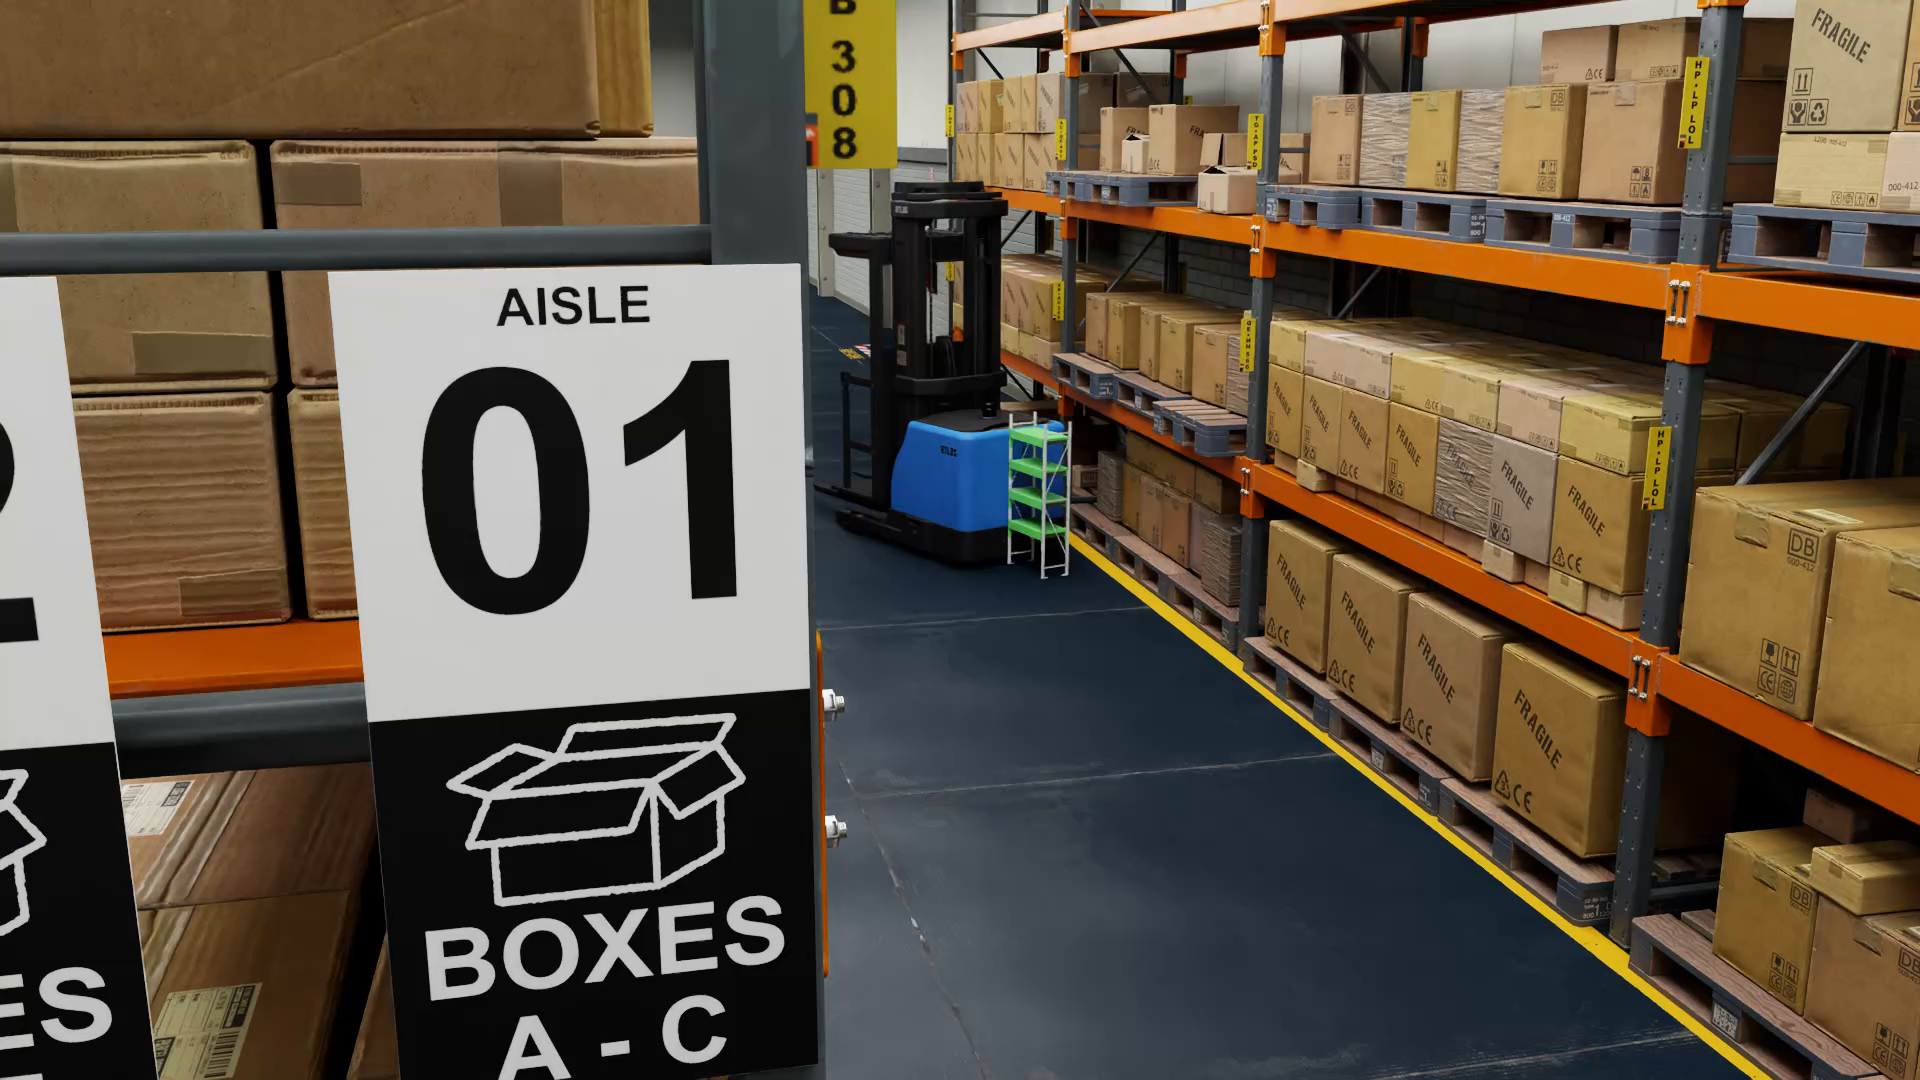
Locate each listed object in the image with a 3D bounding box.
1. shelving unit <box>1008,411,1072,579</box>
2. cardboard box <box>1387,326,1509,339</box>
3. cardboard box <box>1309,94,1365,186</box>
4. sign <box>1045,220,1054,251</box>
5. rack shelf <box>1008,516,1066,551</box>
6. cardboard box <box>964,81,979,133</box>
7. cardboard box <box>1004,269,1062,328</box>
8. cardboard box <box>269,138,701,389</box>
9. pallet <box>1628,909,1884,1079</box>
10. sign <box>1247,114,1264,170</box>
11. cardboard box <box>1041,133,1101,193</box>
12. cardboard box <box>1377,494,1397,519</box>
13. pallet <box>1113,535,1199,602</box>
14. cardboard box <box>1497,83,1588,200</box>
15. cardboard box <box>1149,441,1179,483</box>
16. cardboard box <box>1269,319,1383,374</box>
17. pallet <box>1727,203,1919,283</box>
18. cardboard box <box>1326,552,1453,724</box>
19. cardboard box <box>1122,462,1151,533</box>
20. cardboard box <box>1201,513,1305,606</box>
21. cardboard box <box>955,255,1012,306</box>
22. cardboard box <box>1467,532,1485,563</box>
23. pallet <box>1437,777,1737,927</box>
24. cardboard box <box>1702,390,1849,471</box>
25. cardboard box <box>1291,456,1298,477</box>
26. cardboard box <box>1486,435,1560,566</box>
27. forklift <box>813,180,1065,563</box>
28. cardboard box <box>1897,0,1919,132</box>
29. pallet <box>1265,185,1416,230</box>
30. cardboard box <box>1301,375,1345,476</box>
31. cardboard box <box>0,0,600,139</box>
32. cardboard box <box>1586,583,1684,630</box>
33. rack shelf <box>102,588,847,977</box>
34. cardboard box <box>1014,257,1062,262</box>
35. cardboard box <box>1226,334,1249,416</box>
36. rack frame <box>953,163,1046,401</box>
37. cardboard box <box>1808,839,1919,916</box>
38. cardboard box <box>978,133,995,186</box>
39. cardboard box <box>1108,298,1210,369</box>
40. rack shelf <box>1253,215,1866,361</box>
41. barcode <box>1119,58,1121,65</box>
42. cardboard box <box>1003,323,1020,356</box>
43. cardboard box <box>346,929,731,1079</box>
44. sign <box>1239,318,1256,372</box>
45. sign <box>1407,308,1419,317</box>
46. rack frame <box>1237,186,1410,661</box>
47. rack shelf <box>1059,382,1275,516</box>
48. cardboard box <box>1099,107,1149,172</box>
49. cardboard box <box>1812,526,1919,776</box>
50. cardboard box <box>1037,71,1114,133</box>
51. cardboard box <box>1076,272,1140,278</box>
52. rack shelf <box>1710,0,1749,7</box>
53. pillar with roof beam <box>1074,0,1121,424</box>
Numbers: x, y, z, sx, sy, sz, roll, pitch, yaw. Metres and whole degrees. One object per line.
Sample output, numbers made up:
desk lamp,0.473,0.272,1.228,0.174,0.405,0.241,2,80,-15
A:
shelving unit,0.608,-0.351,12.824,0.258,1.200,0.503,-8,16,-29
cardboard box,2.778,-1.067,9.514,0.500,0.250,0.500,-4,14,-15
cardboard box,2.469,-2.322,9.655,0.700,0.500,0.500,-4,14,-18
sign,0.967,-3.297,17.998,0.100,0.325,0.005,-3,14,-13
rack shelf,0.606,-0.056,12.899,0.258,0.148,0.480,-8,16,-29
cardboard box,0.345,-4.335,16.672,0.500,0.500,0.500,-3,14,-14
cardboard box,0.720,-2.257,15.538,0.500,0.500,0.500,-4,14,-15
cardboard box,-0.502,-0.347,1.970,0.500,0.250,0.500,-3,14,-13
pallet,3.343,1.748,6.329,1.003,0.211,1.213,-3,14,-13
sign,1.773,-2.388,9.972,0.100,0.325,0.005,-3,14,-13
cardboard box,1.002,-3.251,14.341,0.500,0.500,0.500,-3,14,-12
cardboard box,2.483,-0.213,8.966,0.380,0.149,0.250,-3,14,-12
pallet,1.836,0.184,12.730,1.003,0.211,1.213,-3,14,-13
cardboard box,2.947,-1.840,7.681,0.700,0.500,0.500,-4,14,-14
cardboard box,1.783,-0.606,12.847,0.500,0.250,0.500,-4,14,-15
cardboard box,2.164,-1.151,9.858,0.500,0.250,0.500,-3,14,-12
pallet,3.423,-1.012,5.614,1.003,0.211,1.213,-3,14,-13
cardboard box,2.546,0.510,9.163,0.750,0.750,0.750,-3,14,-13
cardboard box,1.721,-0.346,13.365,0.700,0.500,0.500,-4,14,-14
cardboard box,2.081,0.128,11.424,0.700,0.500,0.500,-3,14,-12
cardboard box,0.242,-2.729,17.472,0.500,0.500,0.500,-3,14,-13
cardboard box,2.675,0.026,7.986,0.380,0.149,0.250,-3,14,-13
pallet,2.986,1.394,7.776,1.003,0.211,1.213,-3,14,-13
cardboard box,3.386,-0.475,7.089,0.500,0.250,0.500,-3,14,-11
cardboard box,2.204,-0.450,9.935,0.380,0.149,0.250,-3,14,-12
cardboard box,2.758,-0.199,7.542,0.500,0.500,0.500,-3,14,-13
forklift,-0.408,-1.539,14.051,1.130,2.935,3.031,-9,17,-34
cardboard box,3.262,-1.490,5.024,0.500,0.500,0.500,-4,14,-14
pallet,2.504,-1.929,9.582,1.213,0.211,1.003,-3,14,-11
cardboard box,2.280,-0.665,9.448,0.500,0.500,0.500,-3,14,-11
cardboard box,-0.771,-0.696,1.818,0.700,0.500,0.500,-3,14,-13
cardboard box,2.886,0.263,7.016,0.380,0.149,0.250,-3,14,-13
rack shelf,-1.104,-0.156,3.441,1.077,0.370,4.000,-3,14,-13
cardboard box,0.848,-2.643,17.117,0.500,0.500,0.500,-3,14,-12
cardboard box,2.181,-1.080,10.889,0.700,0.500,0.500,-5,15,-20
rack frame,0.422,-2.555,18.065,1.000,3.000,0.127,-3,14,-13
cardboard box,3.220,1.176,5.809,0.380,0.149,0.250,-3,14,-11
cardboard box,0.475,-3.734,16.318,0.500,0.500,0.500,-3,14,-11
cardboard box,1.572,-1.646,13.206,0.700,0.500,0.500,-2,14,-7
rack shelf,2.771,-1.356,8.352,1.077,0.370,4.000,-3,14,-13
barcode,1.453,-4.357,15.117,0.001,0.075,0.075,-3,14,-13
cardboard box,0.714,-1.892,15.625,0.500,0.250,0.500,-3,14,-13
cardboard box,-0.482,0.762,2.172,0.500,0.500,0.500,-3,14,-11
sign,1.776,-1.201,10.250,0.100,0.325,0.005,-3,14,-13
sign,2.840,-1.304,10.503,0.100,0.325,0.005,-3,14,-13
rack frame,2.301,-0.710,10.511,1.000,3.000,0.127,-3,14,-13
rack shelf,1.832,-0.821,12.485,1.077,0.370,4.000,-3,14,-13
cardboard box,1.412,-3.211,13.336,0.500,0.500,0.500,-1,14,-5
cardboard box,3.518,0.362,5.492,0.980,0.700,0.700,-4,14,-15
cardboard box,0.981,-3.734,14.210,0.500,0.500,0.500,-5,14,-18
cardboard box,1.337,-2.173,15.195,0.500,0.500,0.500,-3,14,-13
rack shelf,3.710,-1.696,4.266,1.077,0.370,4.000,-3,14,-13
pillar with roof beam,-2.757,-5.116,15.907,9.100,9.000,0.400,-3,14,-13
